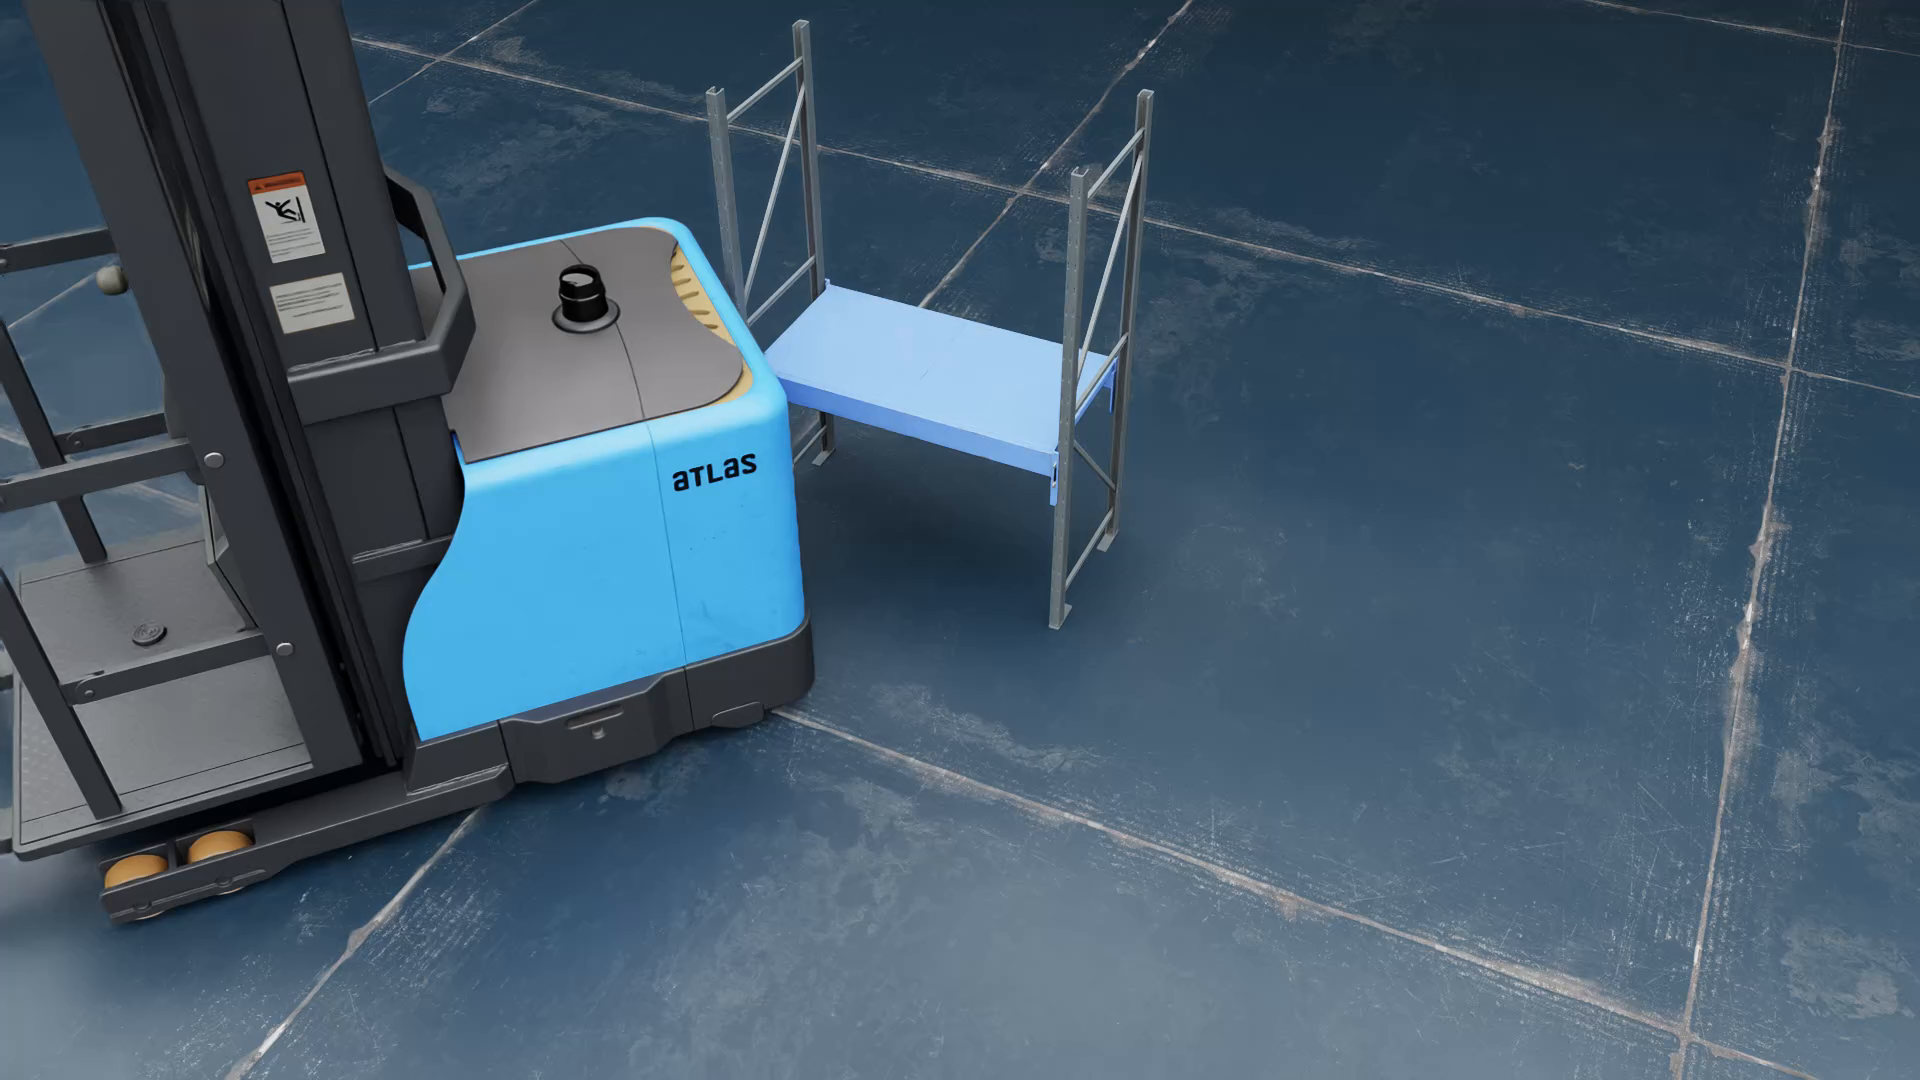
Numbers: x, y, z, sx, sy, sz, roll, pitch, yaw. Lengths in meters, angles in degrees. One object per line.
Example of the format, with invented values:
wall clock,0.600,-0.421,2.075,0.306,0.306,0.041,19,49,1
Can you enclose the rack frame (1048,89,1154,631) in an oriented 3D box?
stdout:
rack frame,0.383,-0.450,4.624,0.032,1.500,0.500,17,44,19

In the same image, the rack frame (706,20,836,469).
rack frame,-0.538,-0.731,4.948,0.032,1.500,0.500,17,44,19

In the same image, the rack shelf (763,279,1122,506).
rack shelf,-0.077,-0.454,4.904,1.000,0.185,0.538,17,44,19

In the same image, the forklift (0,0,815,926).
forklift,-1.975,-0.556,3.653,3.031,2.935,1.130,-16,43,-17

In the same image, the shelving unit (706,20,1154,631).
shelving unit,-0.077,-0.590,4.786,1.048,1.500,0.538,17,44,19
